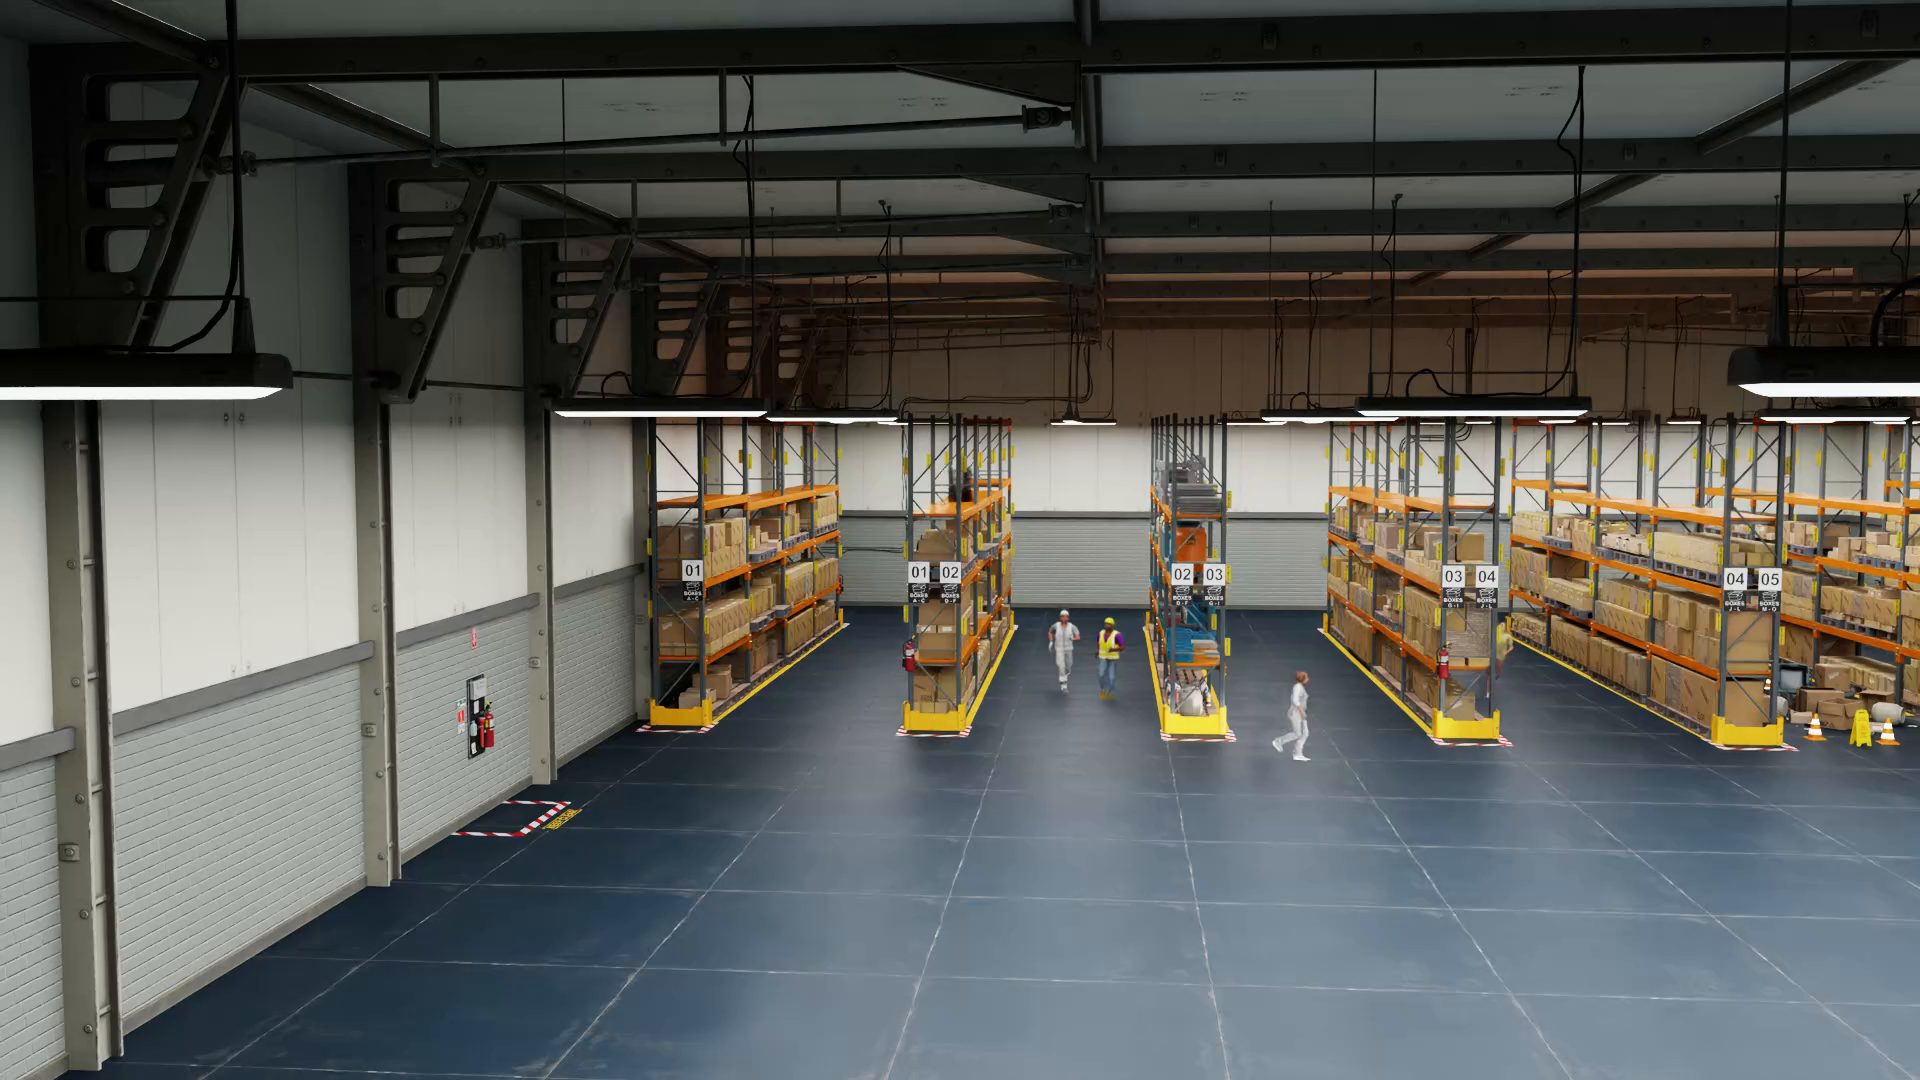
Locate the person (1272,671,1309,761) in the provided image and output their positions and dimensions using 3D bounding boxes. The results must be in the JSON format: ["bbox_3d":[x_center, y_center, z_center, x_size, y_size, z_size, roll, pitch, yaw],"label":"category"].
[{"bbox_3d":[5.708,3.025,28.631,0.654,1.546,0.548,2,4,26],"label":"person"}]

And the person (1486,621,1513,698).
[{"bbox_3d":[11.476,2.520,35.478,0.623,1.630,0.855,1,4,13],"label":"person"}]

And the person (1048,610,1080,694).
[{"bbox_3d":[2.246,2.387,35.855,0.657,1.770,0.990,0,4,-4],"label":"person"}]

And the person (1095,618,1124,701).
[{"bbox_3d":[3.120,2.499,34.819,0.658,1.753,0.689,1,4,19],"label":"person"}]
